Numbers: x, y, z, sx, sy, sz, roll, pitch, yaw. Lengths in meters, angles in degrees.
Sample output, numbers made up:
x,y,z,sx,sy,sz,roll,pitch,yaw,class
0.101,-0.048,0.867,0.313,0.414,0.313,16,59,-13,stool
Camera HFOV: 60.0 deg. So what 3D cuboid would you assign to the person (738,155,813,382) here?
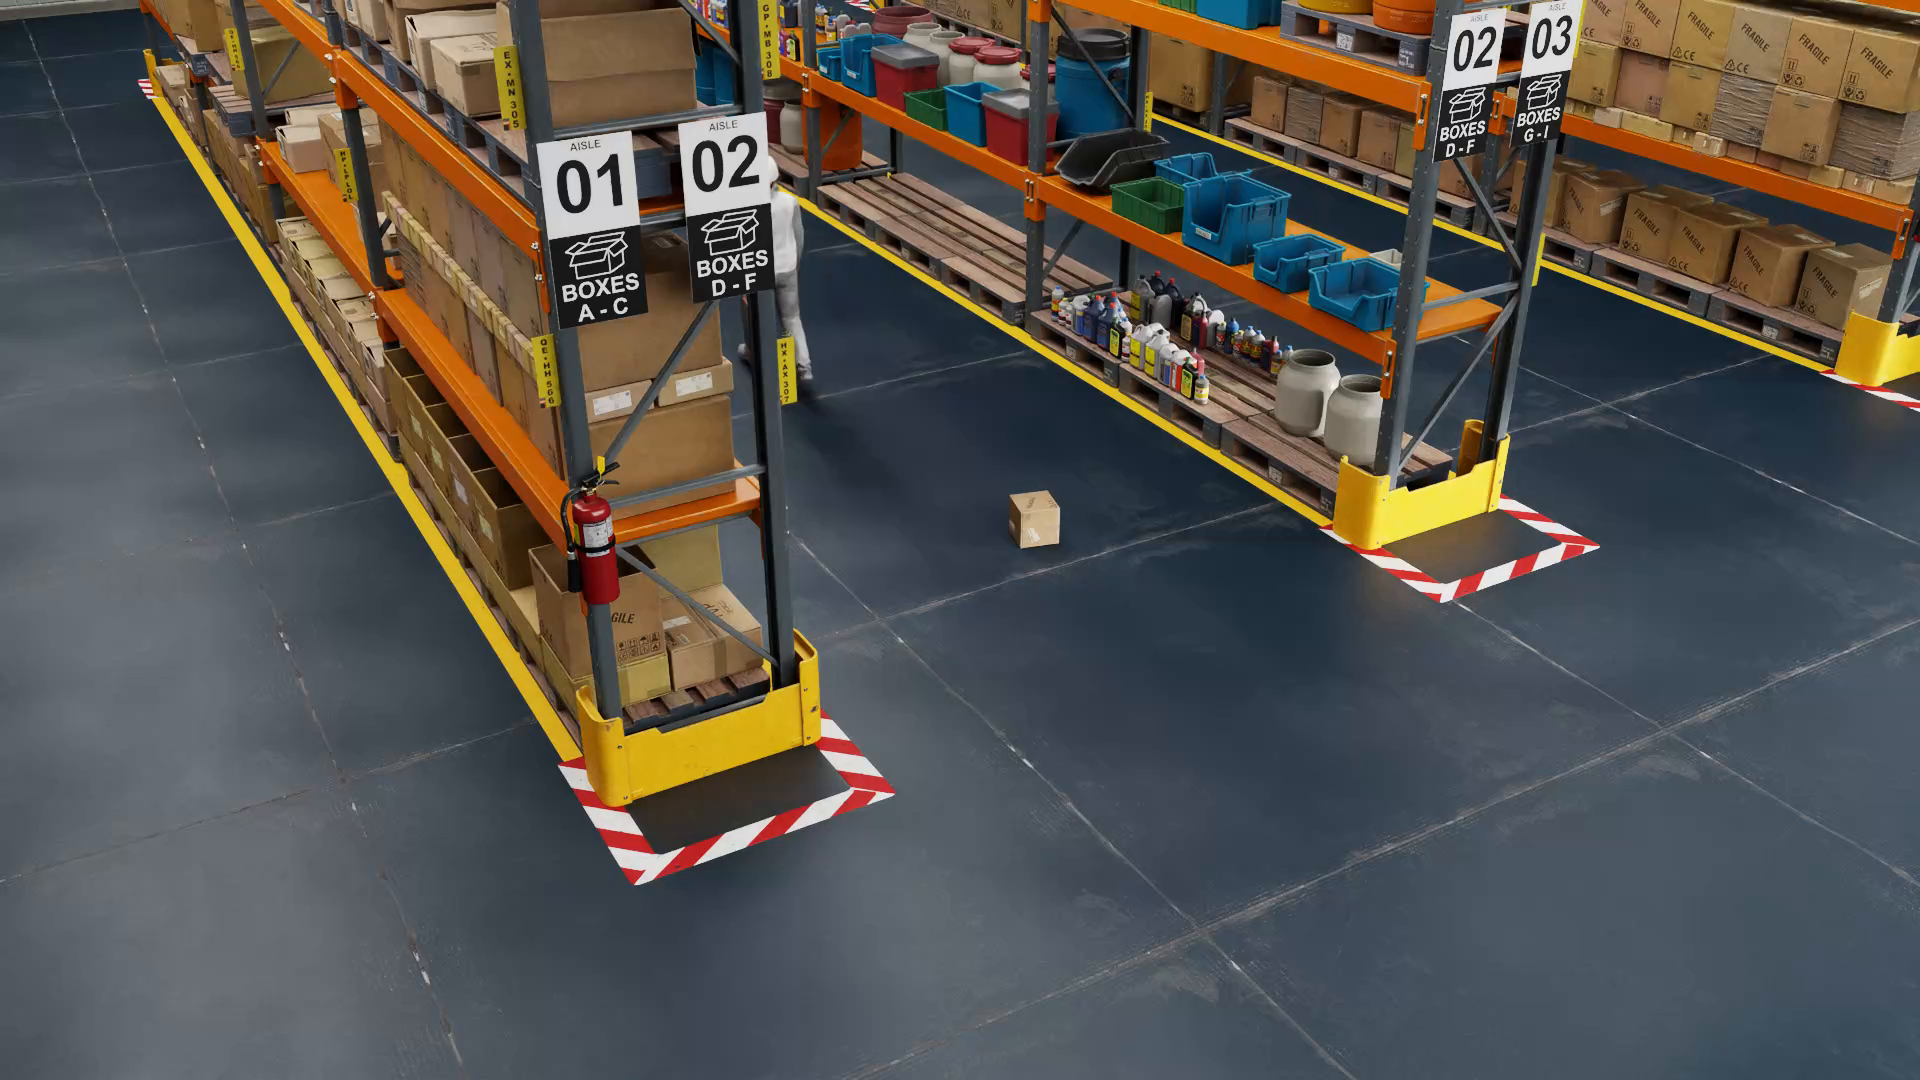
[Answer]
x,y,z,sx,sy,sz,roll,pitch,yaw,class
-1.399,-2.006,12.203,0.558,1.727,1.013,-11,31,-20,person
